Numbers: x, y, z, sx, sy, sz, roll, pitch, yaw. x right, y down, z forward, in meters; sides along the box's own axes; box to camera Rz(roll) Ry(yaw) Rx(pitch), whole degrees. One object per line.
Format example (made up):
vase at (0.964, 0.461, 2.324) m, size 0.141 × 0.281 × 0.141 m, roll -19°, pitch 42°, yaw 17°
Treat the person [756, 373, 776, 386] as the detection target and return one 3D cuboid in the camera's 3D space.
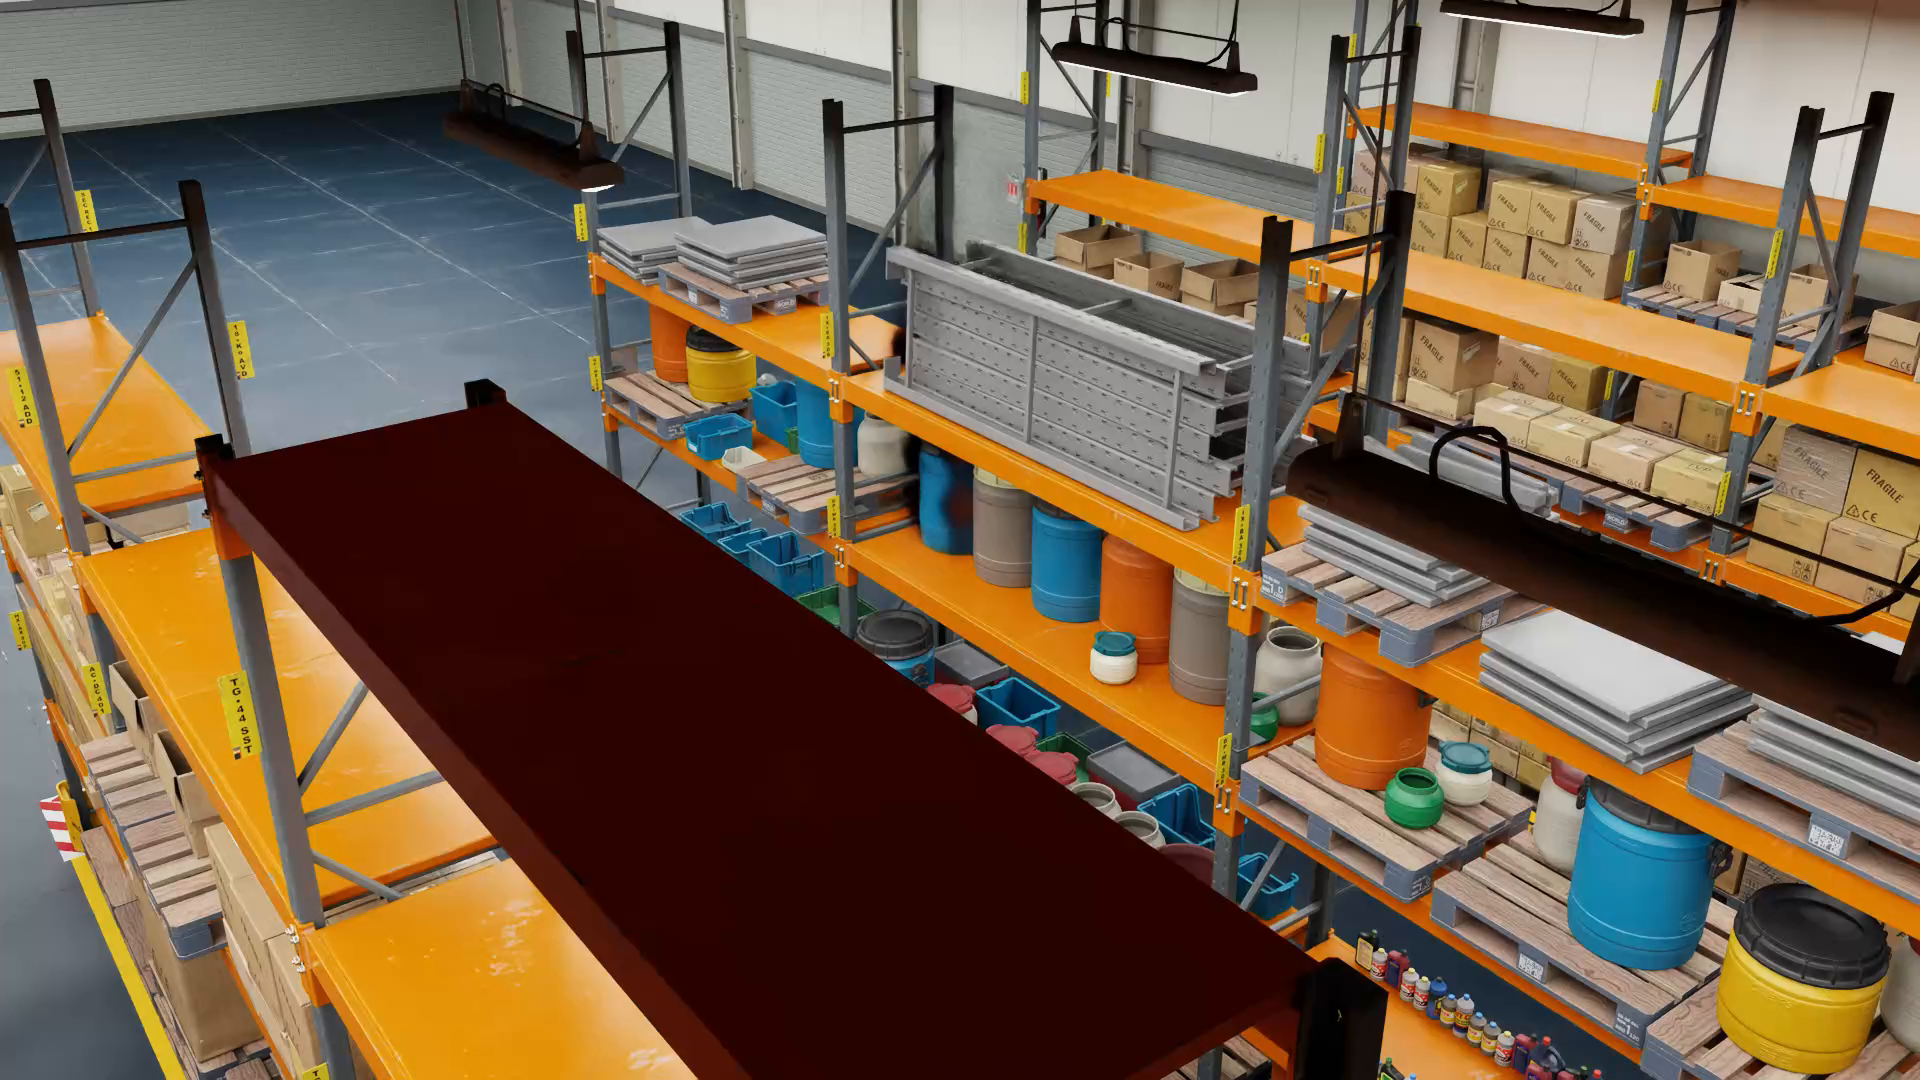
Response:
person at (-2.299, -1.179, 19.614) m, size 0.561 × 1.608 × 0.600 m, roll -6°, pitch 25°, yaw -12°
